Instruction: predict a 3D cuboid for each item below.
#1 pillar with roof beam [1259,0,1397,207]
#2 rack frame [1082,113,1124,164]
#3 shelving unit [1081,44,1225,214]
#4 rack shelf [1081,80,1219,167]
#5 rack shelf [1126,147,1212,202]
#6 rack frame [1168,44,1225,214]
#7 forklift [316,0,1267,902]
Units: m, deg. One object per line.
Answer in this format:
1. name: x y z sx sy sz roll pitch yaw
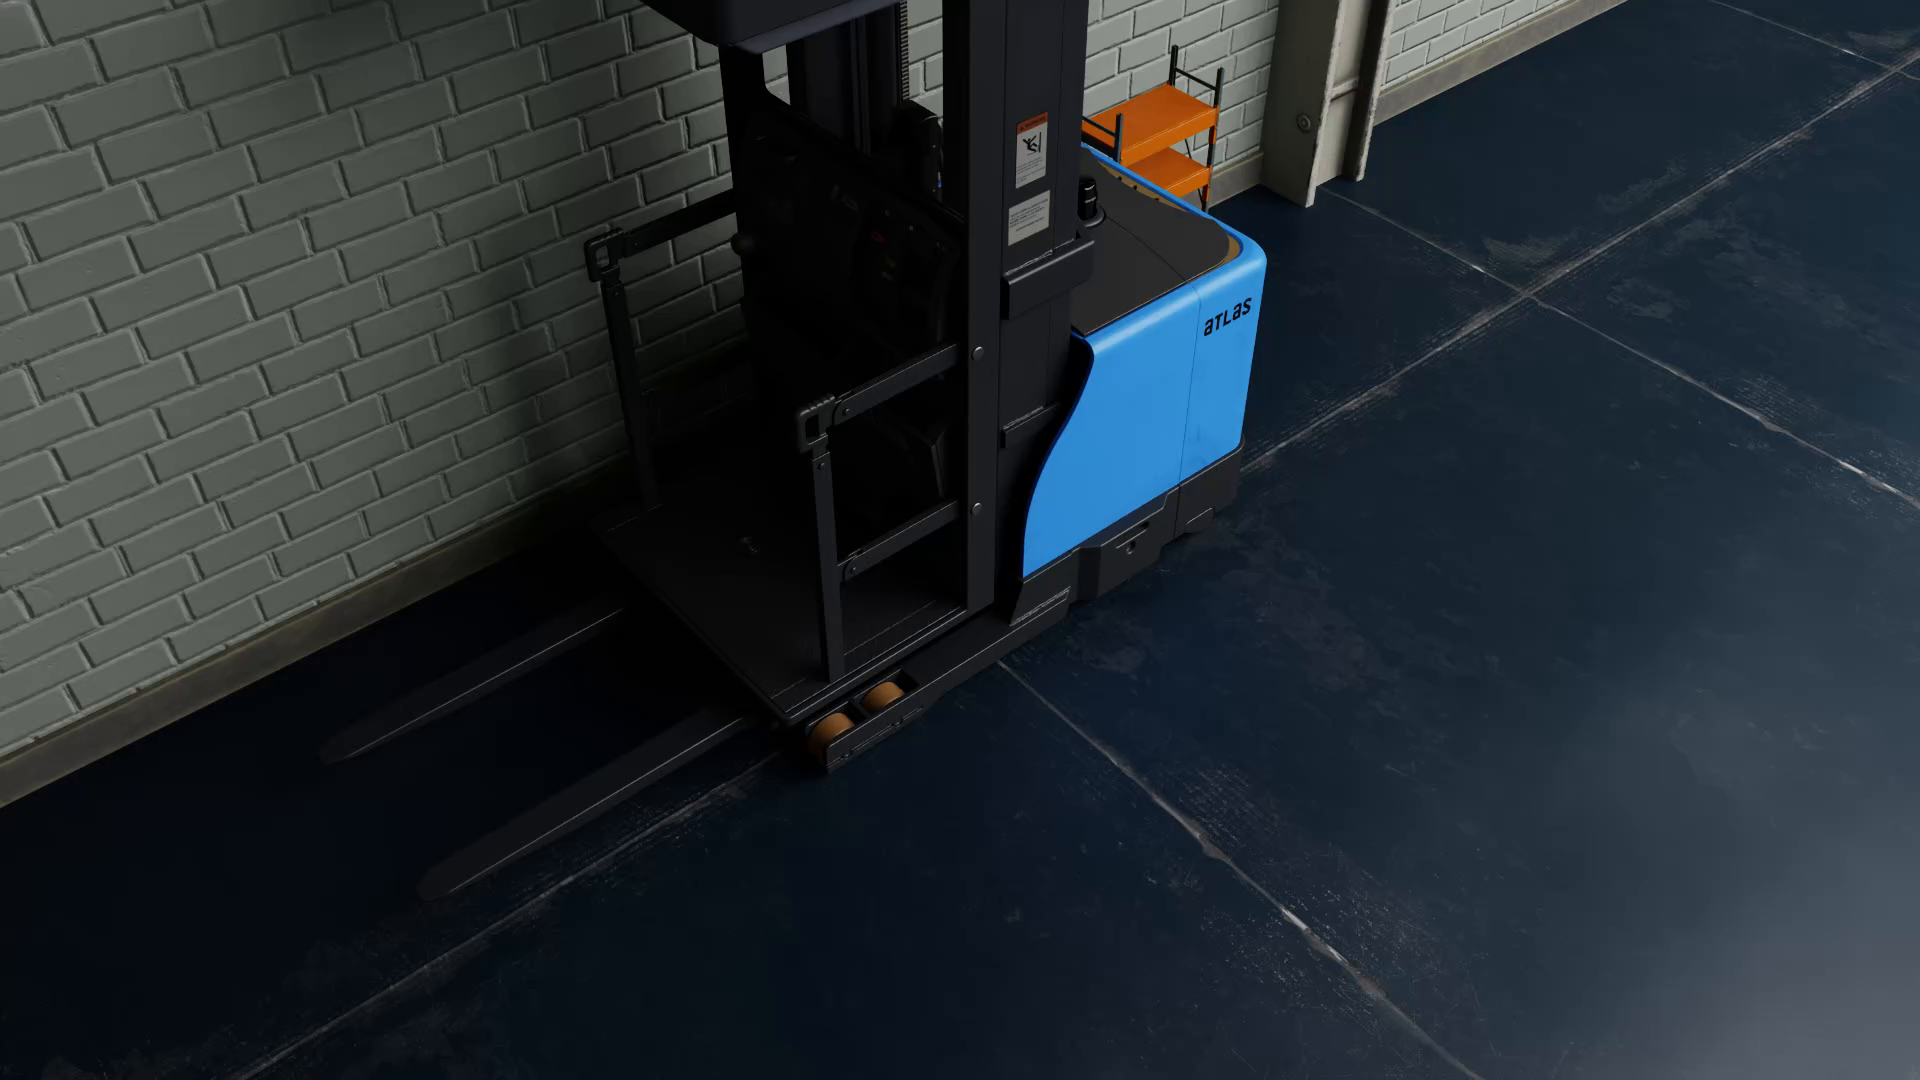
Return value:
1. pillar with roof beam: 4.332 -2.646 1.994 0.400 9.000 9.100 -30 51 -28
2. rack frame: 0.458 -1.026 5.966 0.015 1.200 0.240 -30 51 -28
3. shelving unit: 0.643 -1.134 6.081 0.503 1.200 0.258 -30 51 -28
4. rack shelf: 0.643 -1.421 5.812 0.480 0.148 0.258 -30 51 -28
5. rack shelf: 0.643 -1.248 5.974 0.480 0.148 0.258 -30 51 -28
6. rack frame: 0.828 -1.243 6.197 0.015 1.200 0.240 -30 51 -28
7. forklift: -0.481 -0.790 4.450 3.031 2.935 1.130 -30 51 -28
